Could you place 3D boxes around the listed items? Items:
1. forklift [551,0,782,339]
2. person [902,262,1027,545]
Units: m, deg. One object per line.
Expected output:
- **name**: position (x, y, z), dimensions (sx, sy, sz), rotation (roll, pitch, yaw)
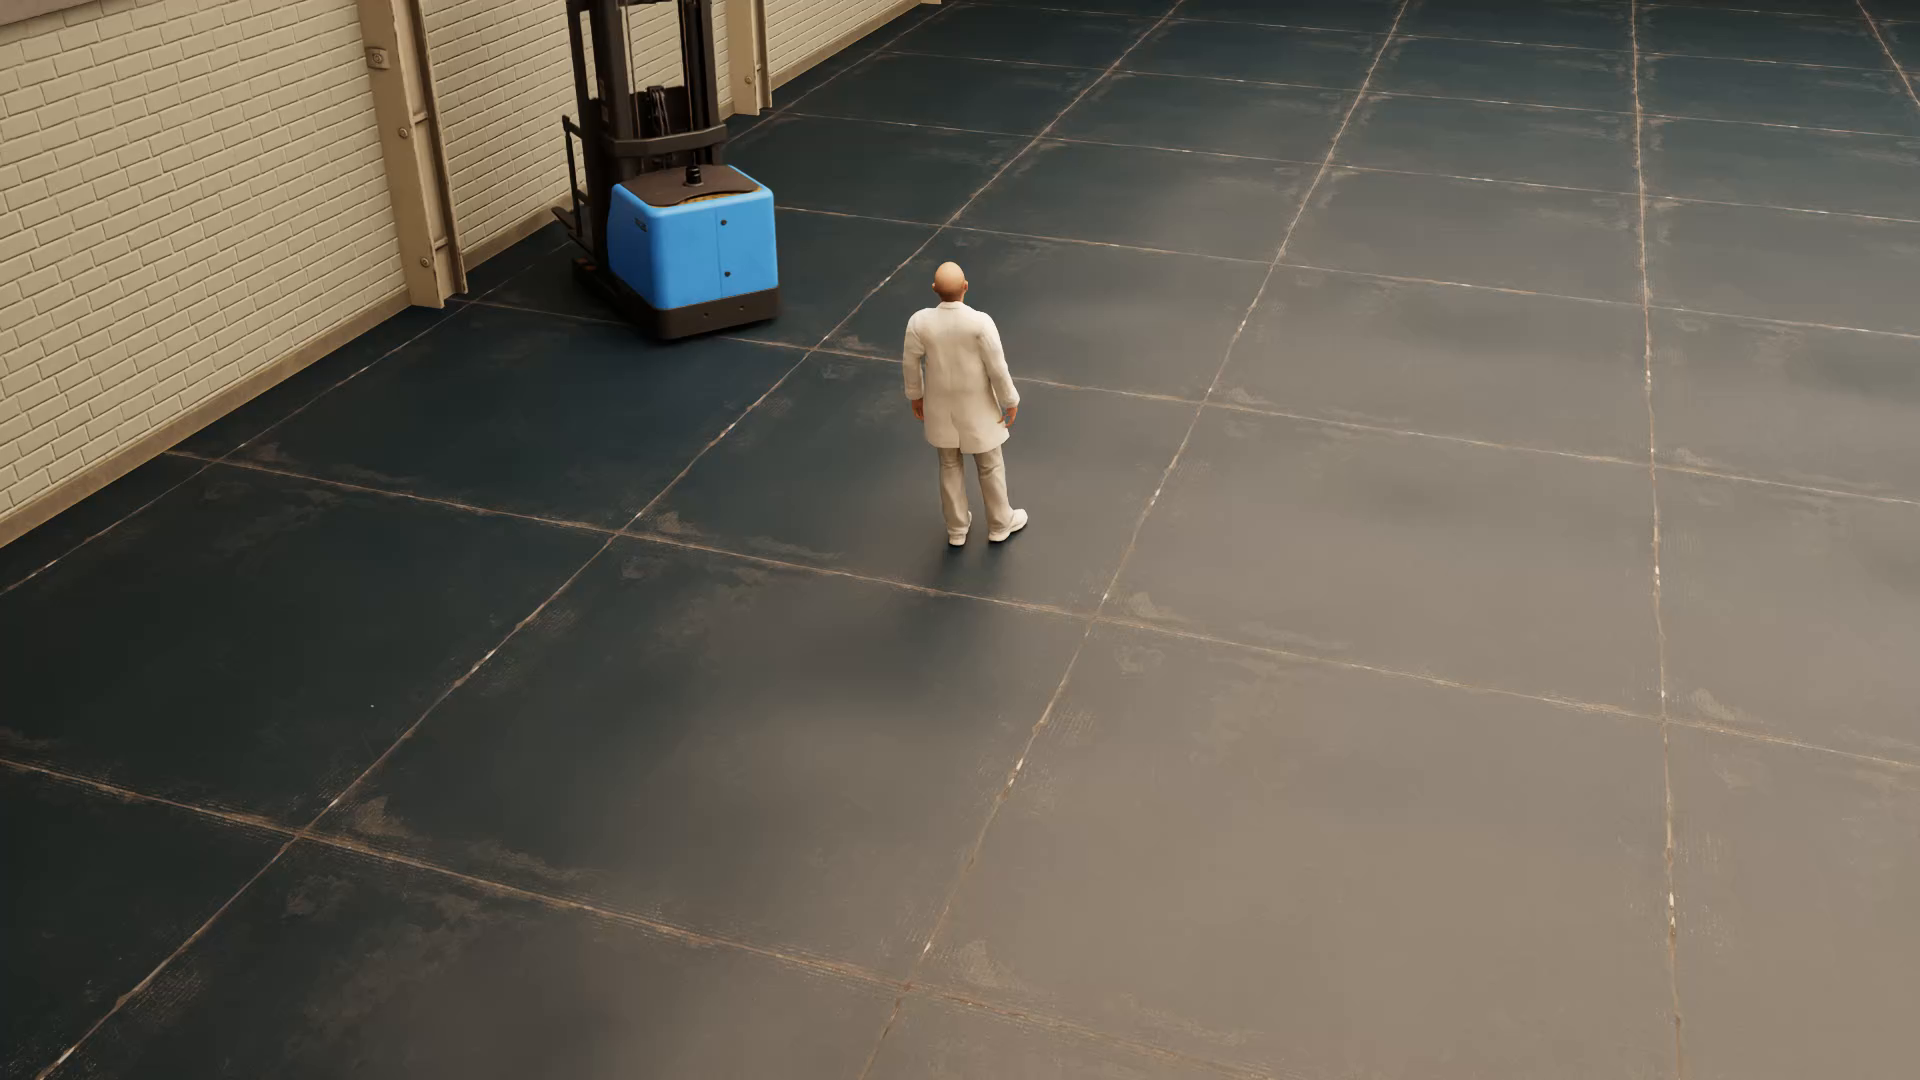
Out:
- **forklift**: position (-2.589, -3.489, 13.257), dimensions (1.130, 2.935, 3.031), rotation (-16, 34, -26)
- **person**: position (0.033, -0.821, 9.727), dimensions (0.696, 1.777, 0.578), rotation (10, 31, 16)
